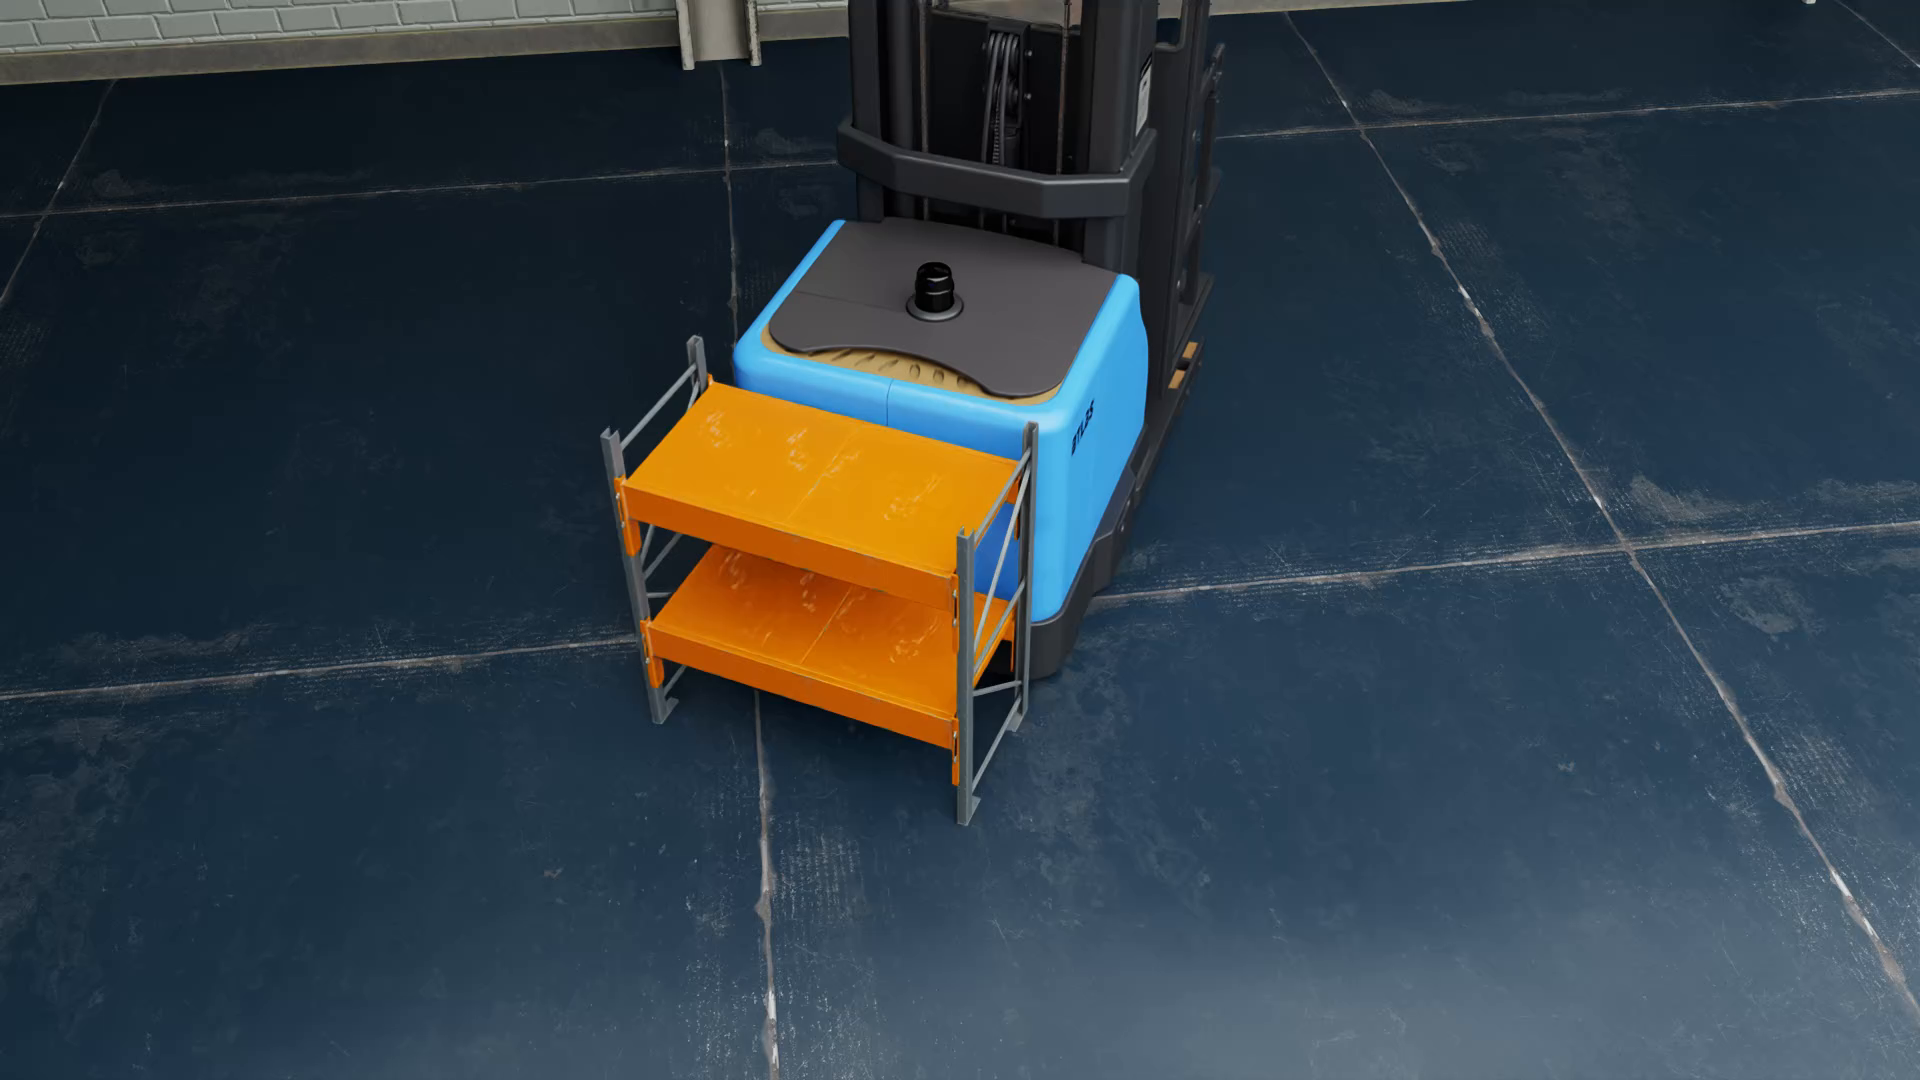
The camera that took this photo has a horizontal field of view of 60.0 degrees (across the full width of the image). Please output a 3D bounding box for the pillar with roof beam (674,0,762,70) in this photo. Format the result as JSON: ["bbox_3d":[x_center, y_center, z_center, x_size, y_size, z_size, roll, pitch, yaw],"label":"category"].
[{"bbox_3d":[-0.662,-2.970,2.324,0.400,9.000,9.100,-5,42,-6],"label":"pillar with roof beam"}]

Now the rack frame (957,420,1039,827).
[{"bbox_3d":[0.101,0.257,4.626,0.032,1.125,0.500,16,44,17],"label":"rack frame"}]

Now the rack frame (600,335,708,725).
[{"bbox_3d":[-0.837,-0.005,4.916,0.032,1.125,0.500,16,44,17],"label":"rack frame"}]

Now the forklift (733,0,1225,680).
[{"bbox_3d":[0.303,-1.654,5.395,1.130,2.935,3.031,14,44,15],"label":"forklift"}]

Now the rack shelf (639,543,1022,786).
[{"bbox_3d":[-0.368,0.307,4.935,1.000,0.278,0.538,16,44,17],"label":"rack shelf"}]

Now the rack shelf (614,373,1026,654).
[{"bbox_3d":[-0.368,-0.092,4.575,1.000,0.278,0.538,16,44,17],"label":"rack shelf"}]

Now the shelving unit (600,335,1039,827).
[{"bbox_3d":[-0.368,0.126,4.771,1.048,1.125,0.538,16,44,17],"label":"shelving unit"}]
